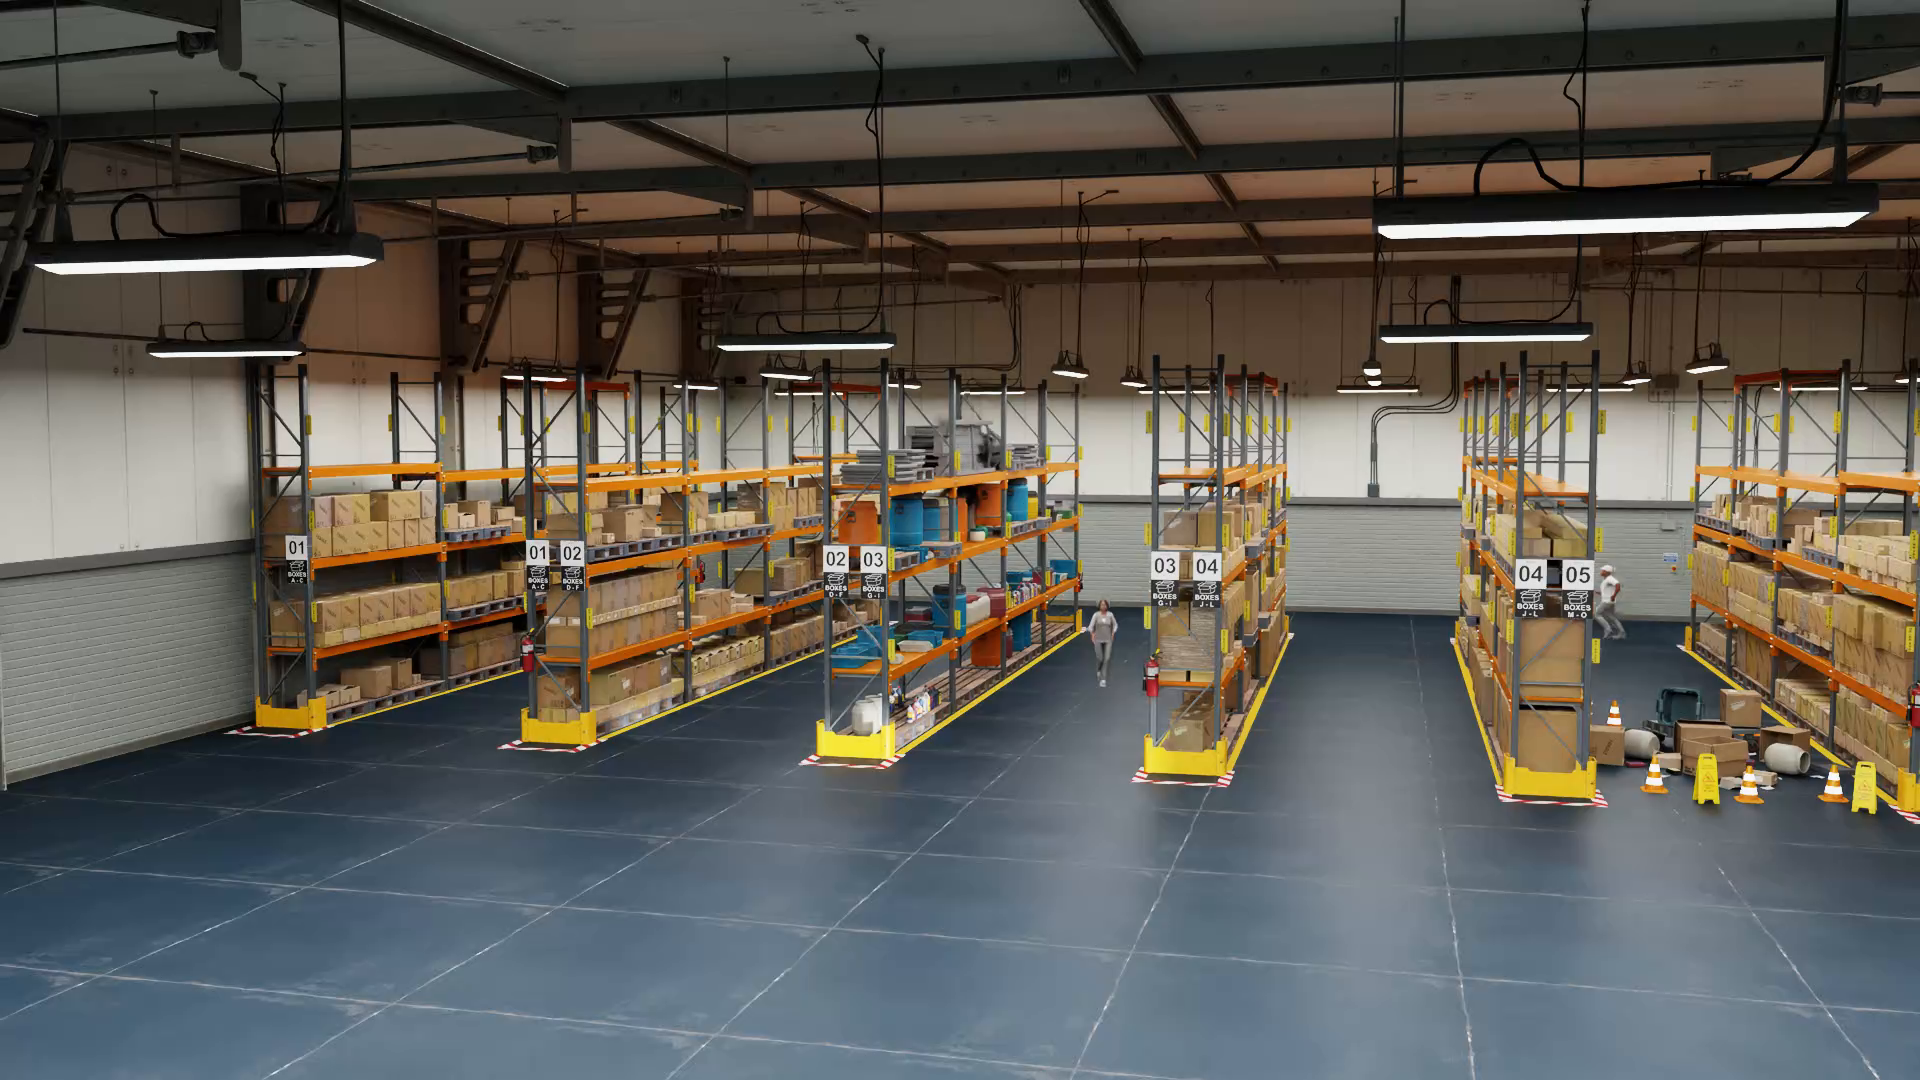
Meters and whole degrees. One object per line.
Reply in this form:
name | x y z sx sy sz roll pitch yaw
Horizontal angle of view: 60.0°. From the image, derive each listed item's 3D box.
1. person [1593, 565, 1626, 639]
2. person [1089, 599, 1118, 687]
person | 15.054 1.452 38.657 0.843 1.731 0.713 2 4 23
person | 2.605 1.856 30.179 0.537 1.570 0.513 0 4 0
